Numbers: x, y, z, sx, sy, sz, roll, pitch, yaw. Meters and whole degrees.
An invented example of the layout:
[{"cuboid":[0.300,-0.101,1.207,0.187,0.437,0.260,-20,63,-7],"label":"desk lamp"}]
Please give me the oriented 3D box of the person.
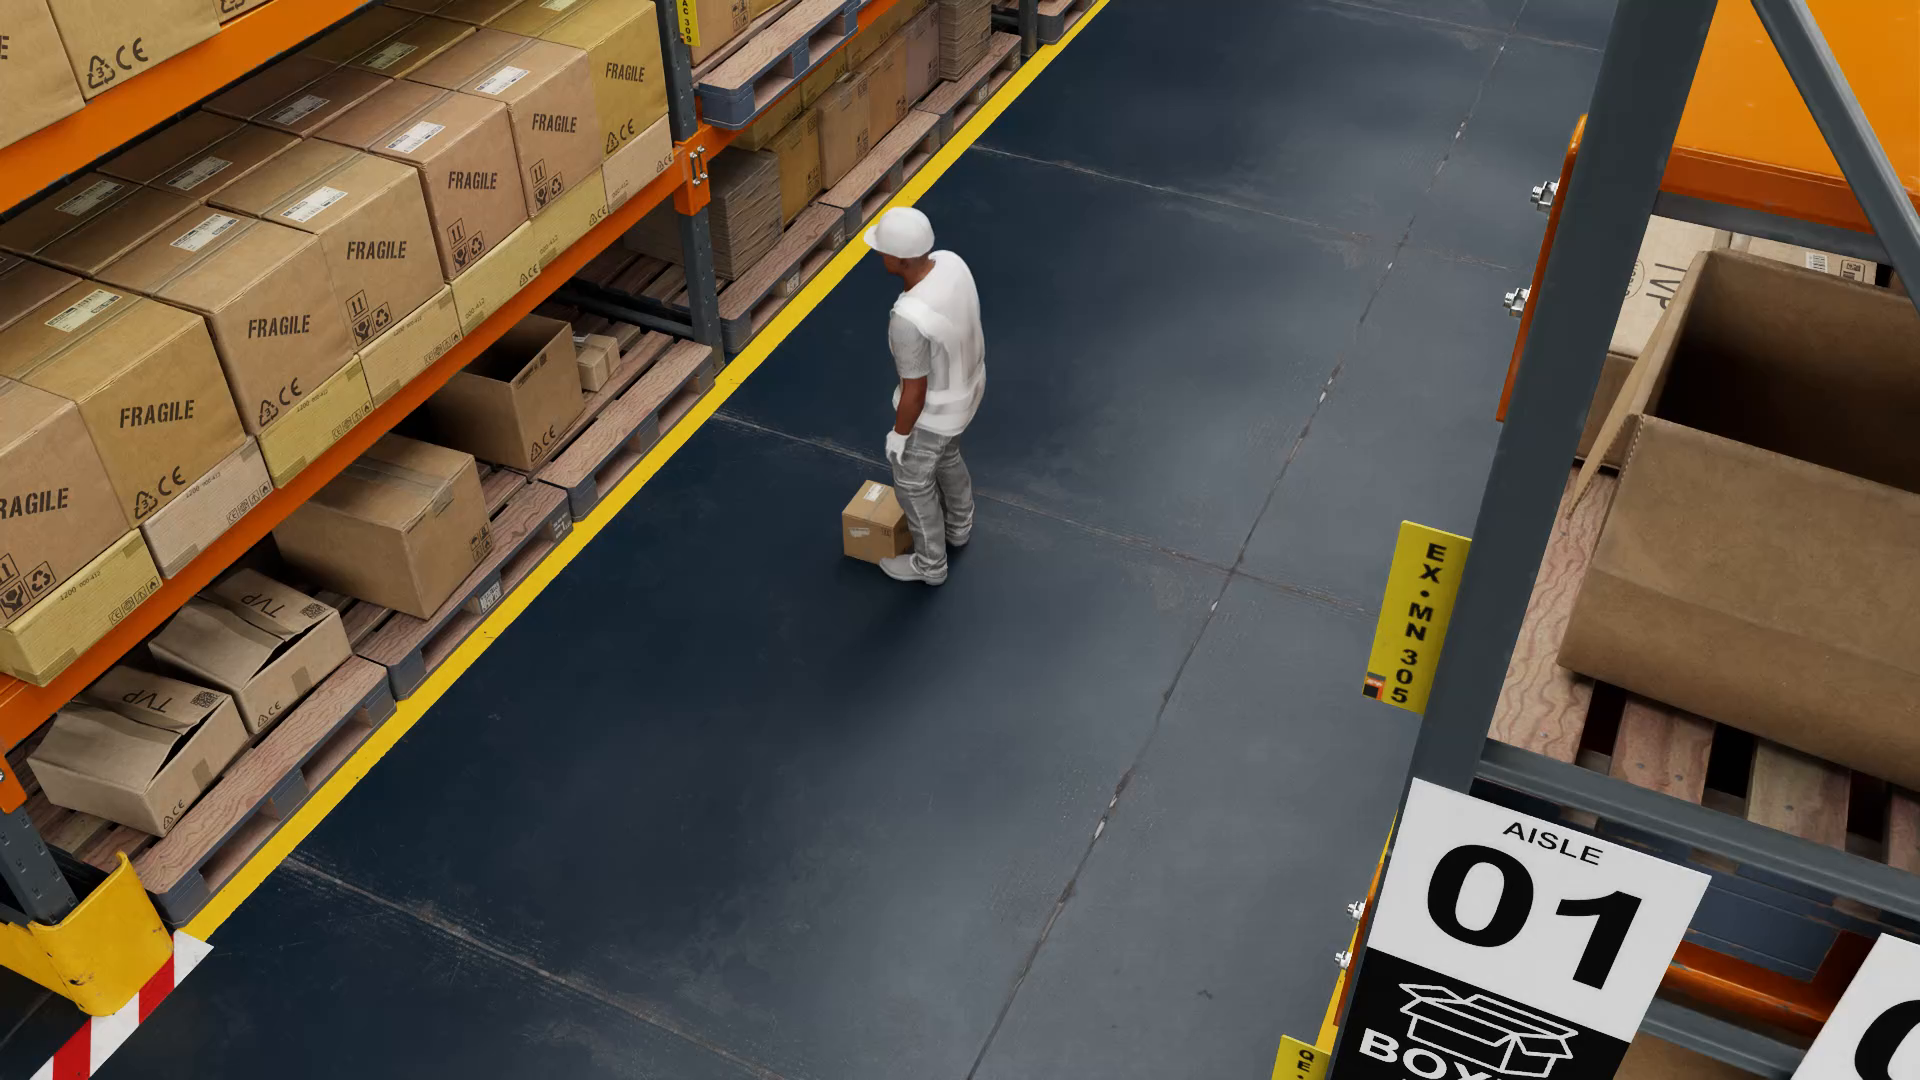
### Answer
[{"cuboid":[-0.139,-0.573,6.797,0.451,1.773,0.625,15,44,16],"label":"person"}]
